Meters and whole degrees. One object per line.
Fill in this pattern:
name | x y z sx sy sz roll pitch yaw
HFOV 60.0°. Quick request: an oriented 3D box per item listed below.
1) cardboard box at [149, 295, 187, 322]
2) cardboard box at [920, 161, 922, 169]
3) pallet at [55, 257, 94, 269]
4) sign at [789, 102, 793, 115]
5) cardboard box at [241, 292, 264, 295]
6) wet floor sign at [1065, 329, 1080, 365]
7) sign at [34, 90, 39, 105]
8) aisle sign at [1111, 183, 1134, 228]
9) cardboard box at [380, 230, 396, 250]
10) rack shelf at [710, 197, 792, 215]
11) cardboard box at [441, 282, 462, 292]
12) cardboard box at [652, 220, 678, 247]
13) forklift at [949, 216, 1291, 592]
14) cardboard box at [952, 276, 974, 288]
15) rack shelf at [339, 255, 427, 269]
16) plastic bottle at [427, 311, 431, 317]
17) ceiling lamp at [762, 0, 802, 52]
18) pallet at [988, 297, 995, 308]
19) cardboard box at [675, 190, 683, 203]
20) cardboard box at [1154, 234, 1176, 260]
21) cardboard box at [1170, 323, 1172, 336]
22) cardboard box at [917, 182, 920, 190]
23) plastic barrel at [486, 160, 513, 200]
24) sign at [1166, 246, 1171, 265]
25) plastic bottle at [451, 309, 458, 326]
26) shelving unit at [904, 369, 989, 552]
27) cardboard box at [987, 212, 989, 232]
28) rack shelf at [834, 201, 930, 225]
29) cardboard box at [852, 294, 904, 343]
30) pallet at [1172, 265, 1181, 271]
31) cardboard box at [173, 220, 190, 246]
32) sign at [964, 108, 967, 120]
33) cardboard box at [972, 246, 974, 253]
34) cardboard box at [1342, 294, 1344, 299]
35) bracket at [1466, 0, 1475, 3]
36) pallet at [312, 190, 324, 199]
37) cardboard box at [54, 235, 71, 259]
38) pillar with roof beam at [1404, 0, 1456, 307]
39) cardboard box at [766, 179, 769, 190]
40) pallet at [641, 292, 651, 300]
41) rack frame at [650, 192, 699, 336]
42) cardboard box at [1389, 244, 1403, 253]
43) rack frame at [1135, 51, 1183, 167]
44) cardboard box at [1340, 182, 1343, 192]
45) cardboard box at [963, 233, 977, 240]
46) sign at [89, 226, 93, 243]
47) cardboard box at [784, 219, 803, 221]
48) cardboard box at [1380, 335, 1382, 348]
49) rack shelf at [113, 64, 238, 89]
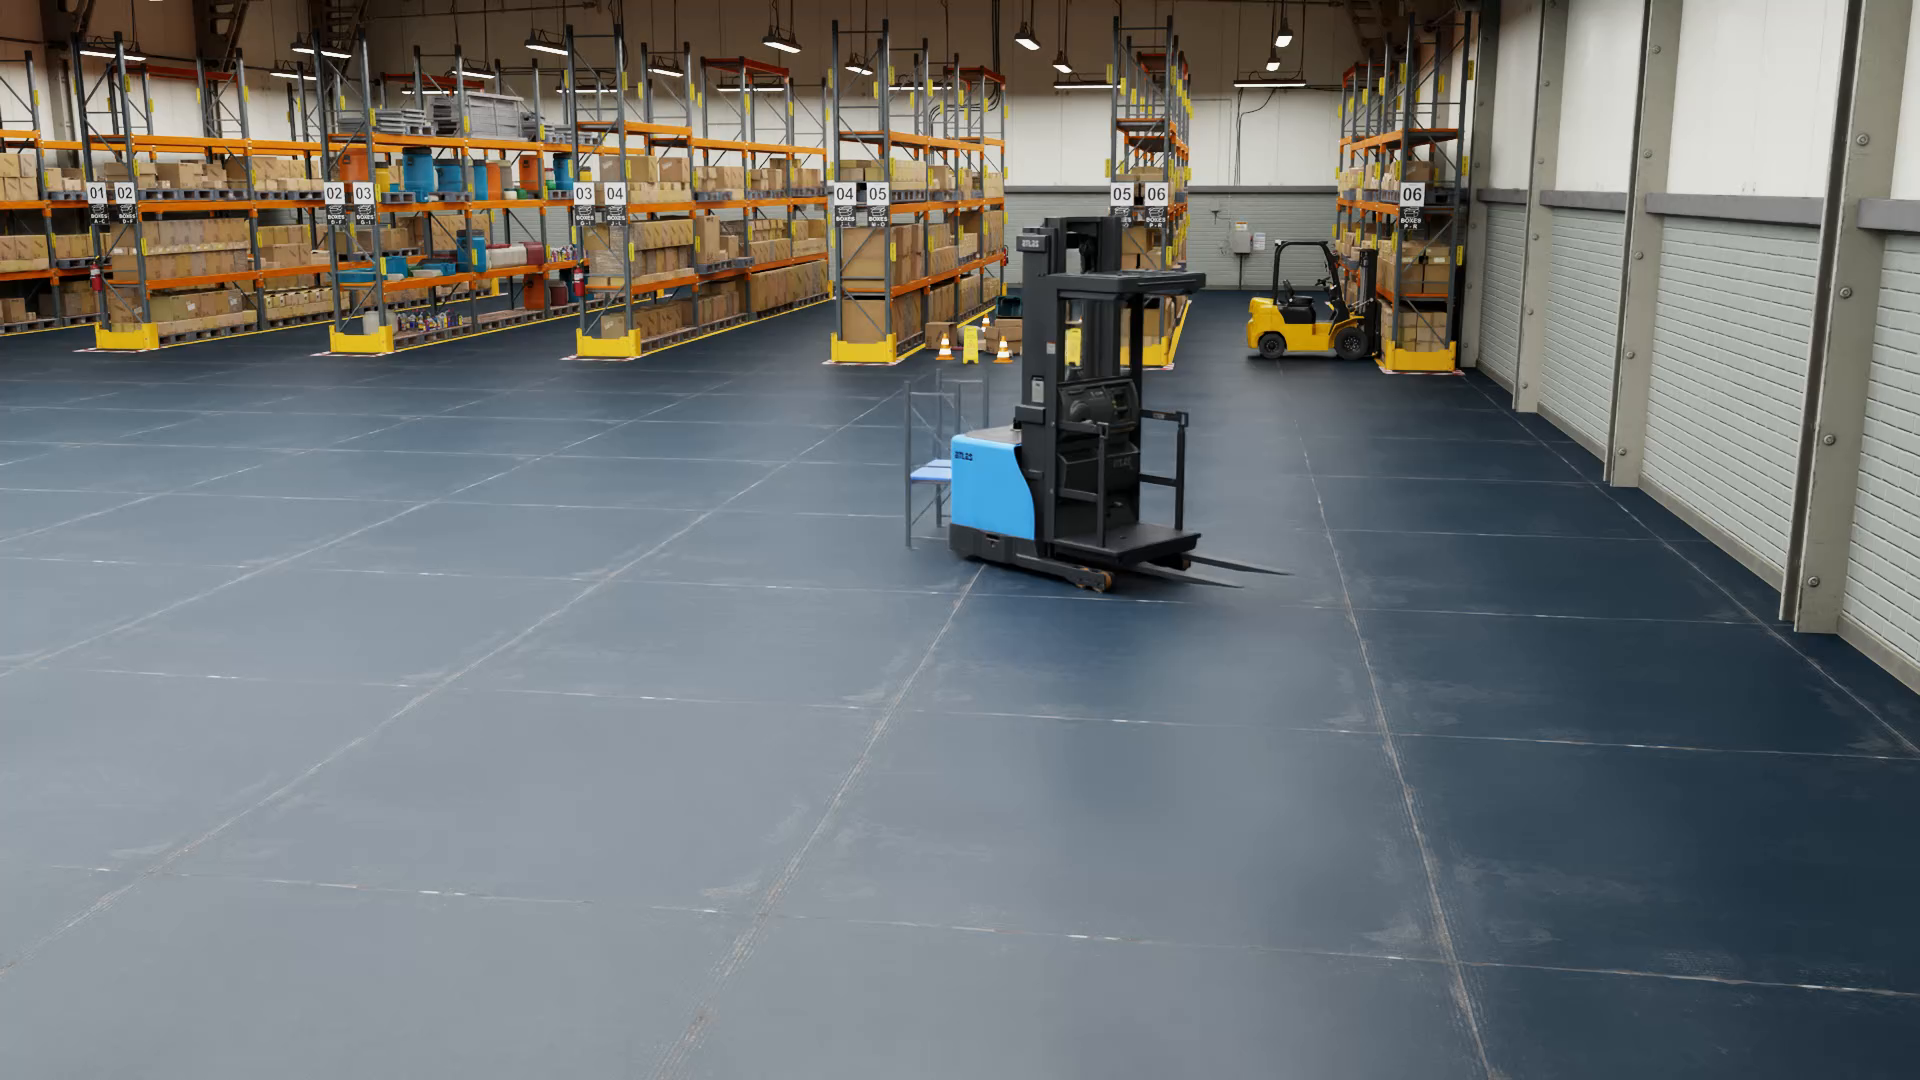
cardboard box | -16.054 -4.701 33.695 0.500 0.500 0.500 2 12 9
cardboard box | -0.962 -7.390 32.772 0.380 0.149 0.250 2 12 9
pallet | -20.450 -6.318 37.902 1.003 0.211 1.213 2 12 9
sign | -4.259 -10.854 41.850 0.100 0.325 0.005 2 12 9
cardboard box | -15.963 -5.435 37.548 0.500 0.311 0.500 2 12 10
wet floor sign | 2.063 -3.466 29.803 0.267 0.644 0.232 7 14 28
sign | -20.178 -9.664 36.327 0.100 0.325 0.005 2 12 9
aisle sign | 2.853 -5.889 29.287 0.394 0.787 0.004 2 12 9
cardboard box | -14.796 -7.647 42.381 0.700 0.500 0.500 -1 12 -6
rack shelf | -5.105 -8.140 40.486 1.077 0.370 4.000 2 12 9
cardboard box | -14.301 -7.149 46.184 0.797 0.503 0.637 2 12 9
cardboard box | -5.979 -6.148 33.342 0.500 0.500 0.500 2 12 9
forklift | 1.295 -1.136 13.564 1.130 2.935 3.031 -12 17 -43
cardboard box | 0.064 -6.229 40.191 0.500 0.250 0.500 1 12 6
rack shelf | -14.893 -6.995 42.295 1.077 0.370 4.000 2 12 9
plastic bottle | -11.404 -4.766 35.675 0.097 0.271 0.097 0 12 0
ceiling lamp | -3.325 -11.445 33.140 0.800 3.185 2.000 2 12 9
pallet | 0.342 -6.292 43.945 1.003 0.211 1.213 2 12 9
cardboard box | -5.931 -6.957 33.648 0.500 0.250 0.500 2 12 10
cardboard box | 4.120 -5.943 33.765 0.500 0.500 0.500 2 12 10
cardboard box | 3.939 -4.184 33.075 0.500 0.250 0.500 2 12 11
cardboard box | -0.999 -6.946 32.603 0.380 0.149 0.250 2 12 9
plastic barrel | -10.647 -8.316 38.410 0.600 0.901 0.600 0 12 0
sign | 3.685 -5.028 29.405 0.100 0.325 0.005 2 12 9
plastic bottle | -10.736 -4.713 35.243 0.144 0.351 0.185 2 12 7
shelving unit | -0.111 -0.748 15.163 0.538 1.500 1.048 3 13 15
cardboard box | 0.463 -8.137 42.570 0.500 0.500 0.500 2 12 7
rack shelf | -1.450 -6.292 31.916 1.077 0.370 4.000 2 12 9
cardboard box | -1.585 -4.255 31.919 0.875 0.875 0.875 2 12 8
pallet | 4.026 -5.515 34.178 1.003 0.211 1.213 2 12 9
cardboard box | -16.186 -6.270 33.909 0.700 0.500 0.500 2 12 9
sign | 0.167 -11.538 45.022 0.100 0.325 0.005 2 12 9
cardboard box | 0.143 -7.147 40.893 0.380 0.149 0.250 2 12 8
cardboard box | 9.750 -6.029 41.597 0.396 0.266 0.258 2 12 11
bracket | 8.637 -9.195 28.013 0.235 0.232 0.430 2 12 9
pallet | -15.217 -8.160 39.323 1.213 0.211 1.003 2 12 11
cardboard box | -20.599 -6.626 37.595 0.700 0.500 0.500 2 12 9
pillar with roof beam | 5.721 -8.899 35.183 9.100 9.000 0.548 2 12 9
cardboard box | -5.055 -8.844 41.261 0.500 0.311 0.500 1 12 7
pallet | -9.241 -6.901 46.770 1.003 0.211 1.213 2 12 9
rack frame | -6.028 -5.776 34.931 1.000 3.000 0.127 2 12 9
cardboard box | 7.964 -5.270 30.100 0.380 0.149 0.250 2 12 10
rack frame | 4.379 -9.220 36.673 1.000 3.000 0.127 2 12 9
cardboard box | 10.028 -9.035 42.584 0.500 0.250 0.500 2 12 7
cardboard box | 0.219 -7.543 41.318 0.380 0.149 0.250 2 12 11
sign | -16.965 -5.967 32.508 0.100 0.325 0.005 2 12 9
cardboard box | -4.600 -8.517 45.522 0.500 0.500 0.500 2 12 7
cardboard box | 7.986 -3.638 30.542 0.500 0.250 0.500 2 12 9
rack shelf | -19.788 -11.712 42.054 1.077 0.370 4.000 2 12 9
